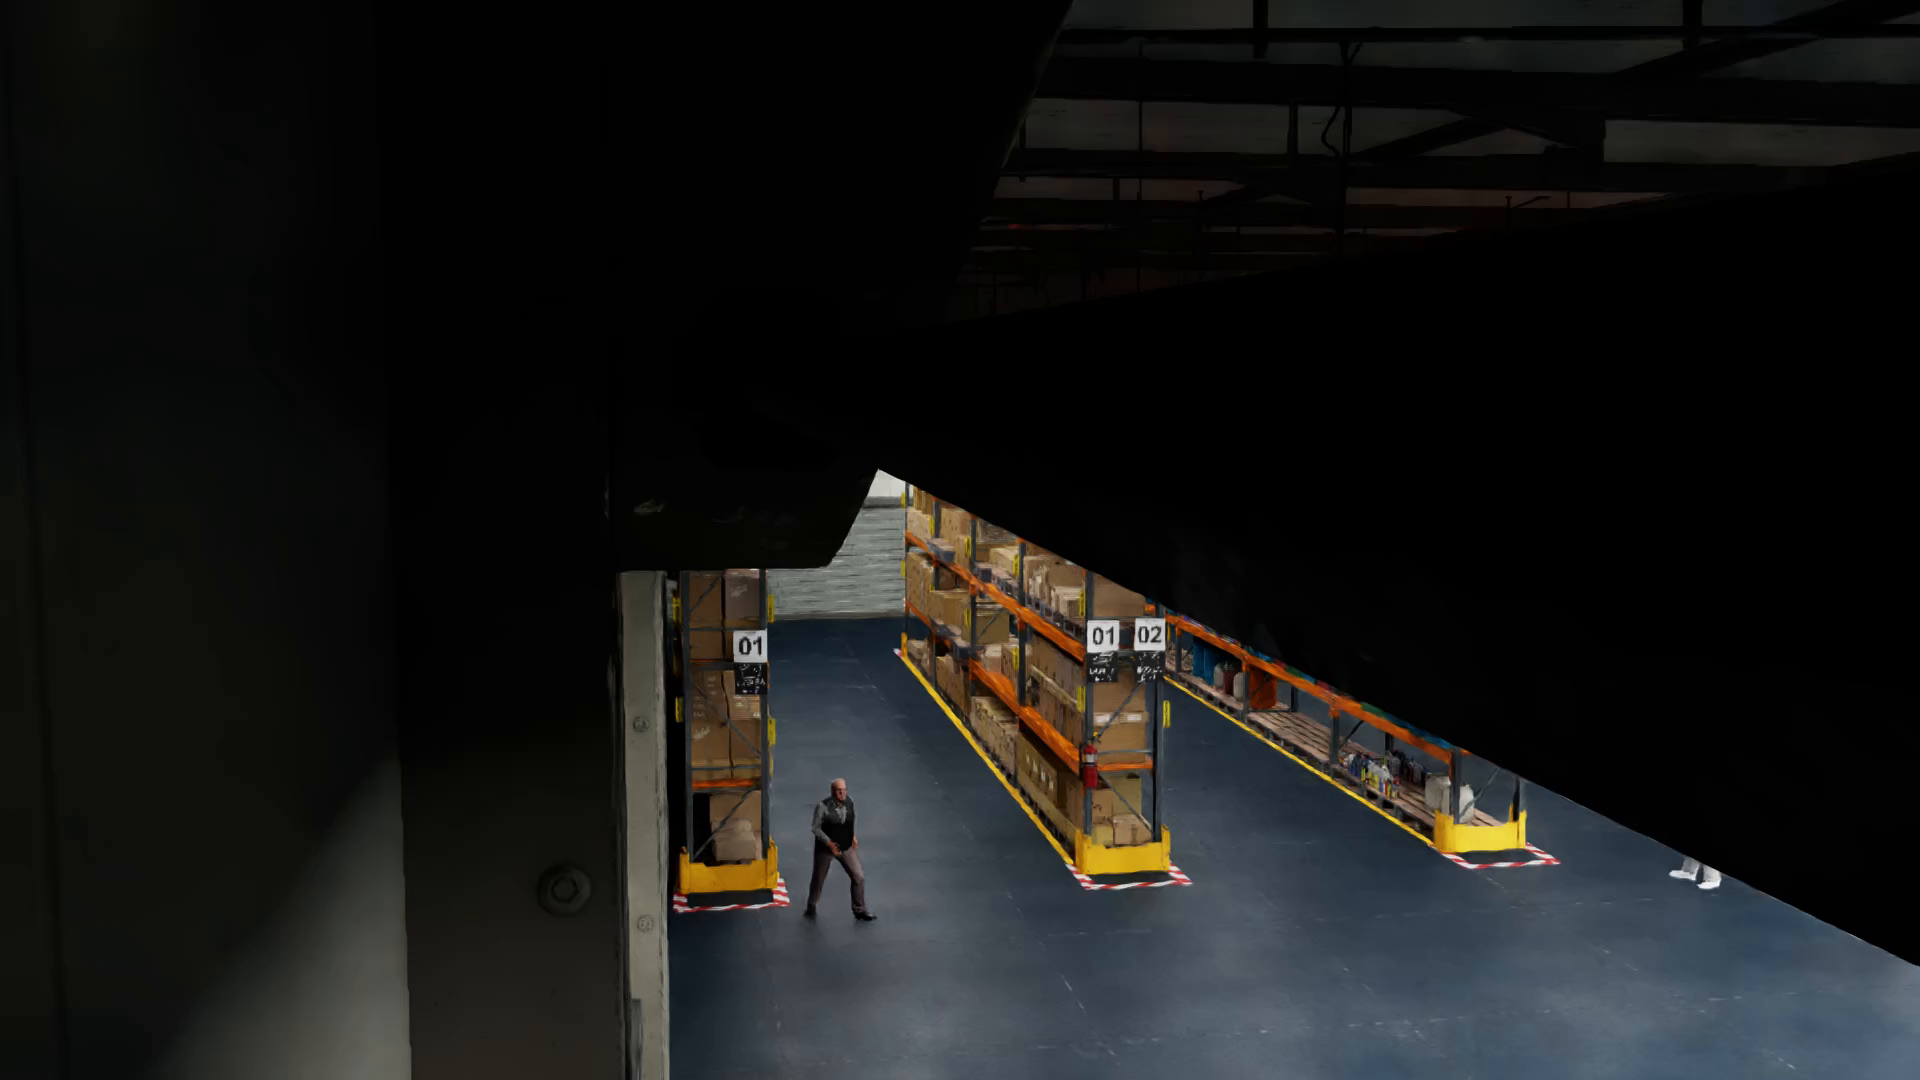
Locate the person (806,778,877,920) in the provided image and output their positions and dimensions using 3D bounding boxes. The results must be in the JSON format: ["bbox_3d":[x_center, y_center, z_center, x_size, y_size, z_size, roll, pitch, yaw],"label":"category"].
[{"bbox_3d":[-1.423,3.521,19.083,0.687,1.658,0.832,-3,7,-28],"label":"person"}]

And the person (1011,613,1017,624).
[{"bbox_3d":[1.445,1.188,41.233,0.611,1.756,0.578,3,7,26],"label":"person"}]

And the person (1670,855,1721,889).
[{"bbox_3d":[9.030,3.376,20.349,0.569,1.668,0.563,2,6,22],"label":"person"}]
